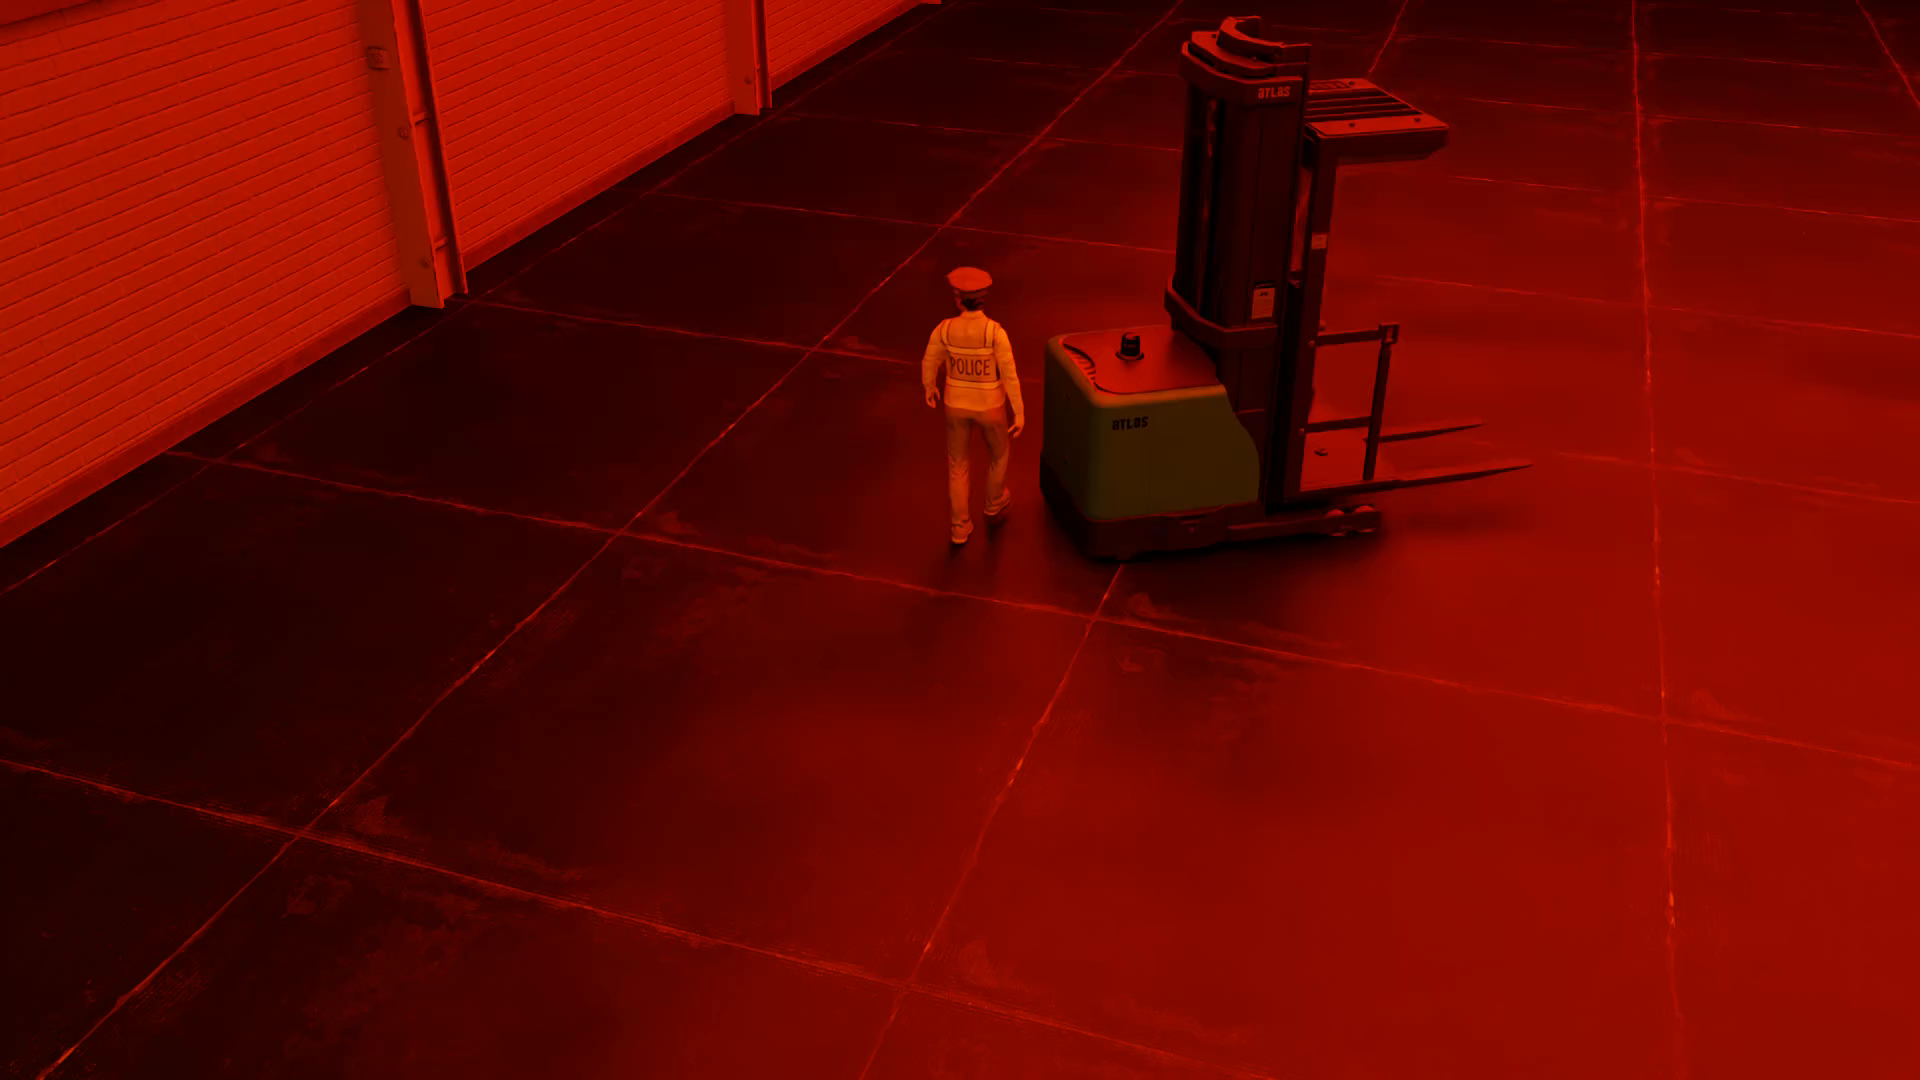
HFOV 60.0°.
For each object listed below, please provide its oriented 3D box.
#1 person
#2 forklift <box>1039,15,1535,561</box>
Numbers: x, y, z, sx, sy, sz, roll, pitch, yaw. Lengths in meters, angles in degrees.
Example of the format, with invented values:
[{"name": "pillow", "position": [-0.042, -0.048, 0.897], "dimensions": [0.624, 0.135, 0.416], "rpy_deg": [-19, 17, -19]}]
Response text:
[{"name": "person", "position": [0.087, -0.835, 9.908], "dimensions": [0.652, 1.644, 0.662], "rpy_deg": [6, 30, 10]}, {"name": "forklift", "position": [2.079, -1.536, 9.832], "dimensions": [3.031, 2.935, 1.130], "rpy_deg": [-7, 30, -12]}]
